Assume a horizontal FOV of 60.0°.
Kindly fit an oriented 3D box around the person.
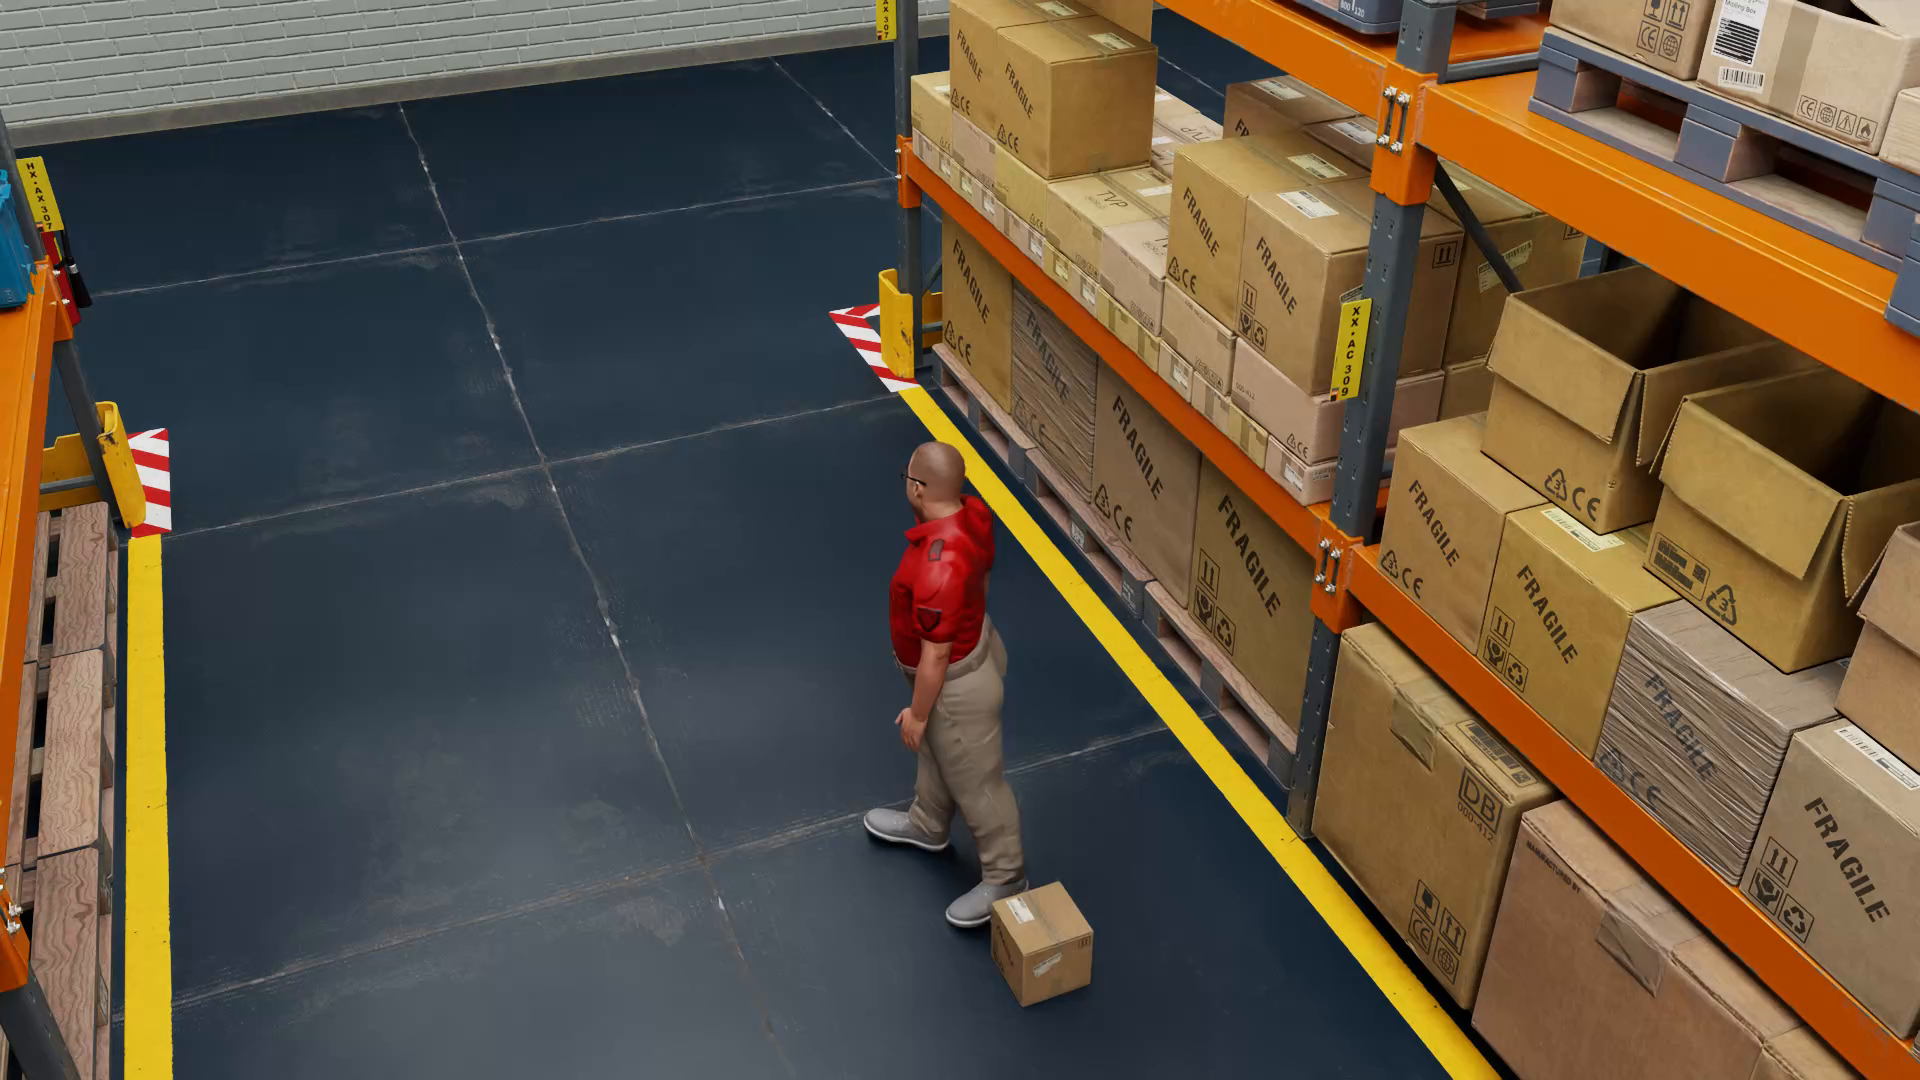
[{"bbox_3d":[-0.059,0.447,5.452,0.629,1.716,0.601,4,33,6],"label":"person"}]
